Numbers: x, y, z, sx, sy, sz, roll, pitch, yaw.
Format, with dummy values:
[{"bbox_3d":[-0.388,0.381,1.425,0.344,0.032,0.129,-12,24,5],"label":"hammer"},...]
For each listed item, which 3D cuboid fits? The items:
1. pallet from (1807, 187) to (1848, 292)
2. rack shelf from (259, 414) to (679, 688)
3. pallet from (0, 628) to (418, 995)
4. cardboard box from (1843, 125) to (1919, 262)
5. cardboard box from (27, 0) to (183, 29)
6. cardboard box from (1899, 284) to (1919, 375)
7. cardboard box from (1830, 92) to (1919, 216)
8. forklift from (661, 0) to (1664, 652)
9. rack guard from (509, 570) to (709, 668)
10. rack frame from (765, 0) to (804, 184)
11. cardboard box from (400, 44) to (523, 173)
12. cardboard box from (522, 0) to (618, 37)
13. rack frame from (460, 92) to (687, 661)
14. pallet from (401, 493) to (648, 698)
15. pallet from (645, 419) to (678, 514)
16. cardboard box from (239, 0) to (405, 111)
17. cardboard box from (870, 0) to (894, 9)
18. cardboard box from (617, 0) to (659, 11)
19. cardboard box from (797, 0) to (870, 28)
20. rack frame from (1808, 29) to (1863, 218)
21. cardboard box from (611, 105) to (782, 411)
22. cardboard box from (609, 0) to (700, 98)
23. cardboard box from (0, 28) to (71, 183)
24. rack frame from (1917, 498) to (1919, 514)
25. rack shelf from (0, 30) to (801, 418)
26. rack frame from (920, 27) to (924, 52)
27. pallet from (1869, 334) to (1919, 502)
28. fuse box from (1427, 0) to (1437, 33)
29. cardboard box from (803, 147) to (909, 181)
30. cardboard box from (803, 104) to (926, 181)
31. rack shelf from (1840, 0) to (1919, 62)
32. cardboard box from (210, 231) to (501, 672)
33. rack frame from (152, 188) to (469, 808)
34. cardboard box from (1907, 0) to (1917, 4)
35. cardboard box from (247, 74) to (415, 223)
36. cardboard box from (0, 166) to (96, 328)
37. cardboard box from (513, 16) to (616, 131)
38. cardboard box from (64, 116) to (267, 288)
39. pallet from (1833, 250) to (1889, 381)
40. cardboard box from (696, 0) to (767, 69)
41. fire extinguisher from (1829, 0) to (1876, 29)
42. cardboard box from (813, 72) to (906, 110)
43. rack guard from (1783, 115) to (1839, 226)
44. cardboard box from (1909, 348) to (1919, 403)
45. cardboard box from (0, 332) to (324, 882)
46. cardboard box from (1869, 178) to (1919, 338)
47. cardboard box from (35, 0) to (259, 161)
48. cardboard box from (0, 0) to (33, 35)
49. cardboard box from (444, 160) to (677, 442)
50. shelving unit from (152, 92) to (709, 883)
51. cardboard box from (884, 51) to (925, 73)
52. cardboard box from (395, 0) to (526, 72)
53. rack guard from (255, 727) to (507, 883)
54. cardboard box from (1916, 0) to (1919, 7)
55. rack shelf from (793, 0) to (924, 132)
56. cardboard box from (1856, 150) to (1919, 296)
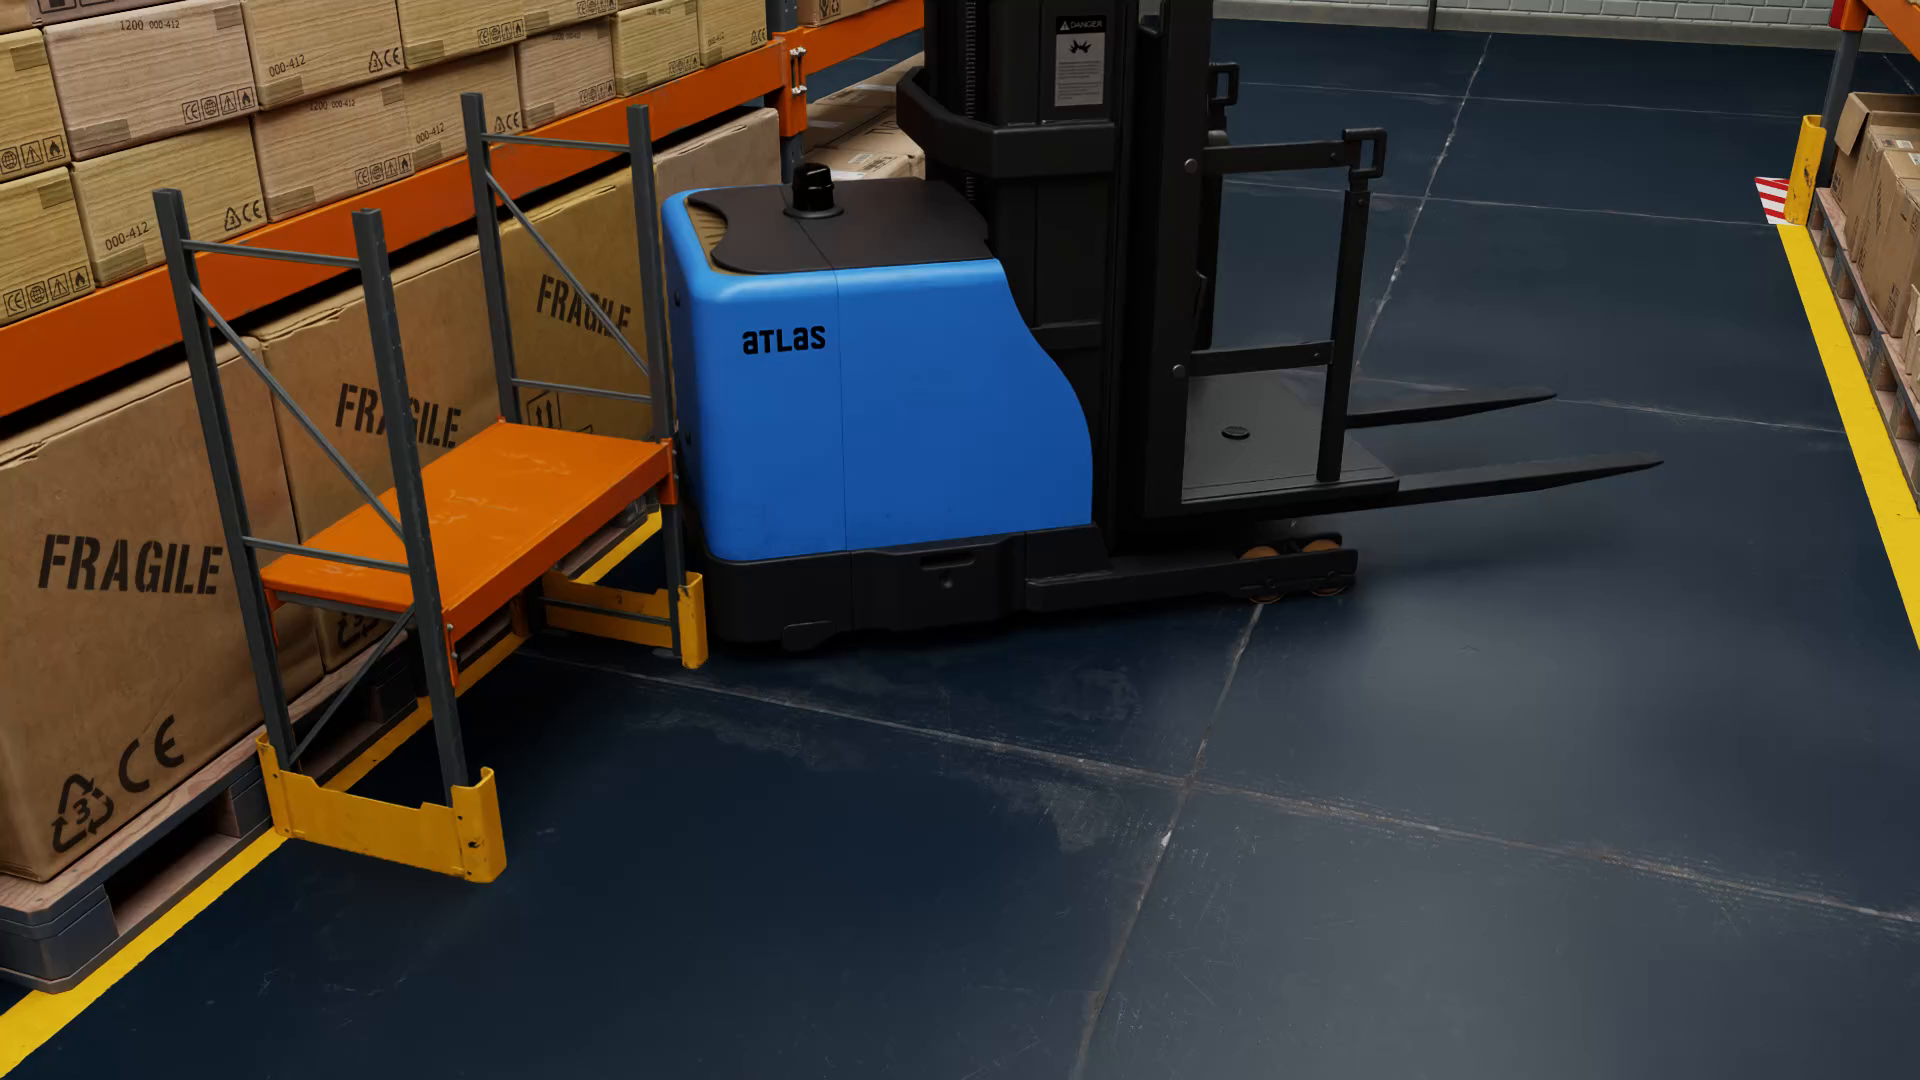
[{"bbox_3d":[4.642,-1.391,7.880,1.003,0.211,1.213,9,27,17],"label":"pallet"},{"bbox_3d":[-1.144,-0.011,3.965,0.538,0.185,1.000,9,27,17],"label":"rack shelf"},{"bbox_3d":[-2.079,0.507,3.962,1.003,0.211,1.213,9,27,17],"label":"pallet"},{"bbox_3d":[4.317,-1.485,7.263,0.700,0.500,0.500,10,28,20],"label":"cardboard box"},{"bbox_3d":[-1.862,-1.303,3.237,0.500,0.500,0.500,9,27,18],"label":"cardboard box"},{"bbox_3d":[3.628,-0.738,5.987,0.396,0.266,0.258,10,27,19],"label":"cardboard box"},{"bbox_3d":[4.639,-1.833,7.976,0.797,0.503,0.637,8,27,15],"label":"cardboard box"},{"bbox_3d":[0.679,-1.347,4.669,3.031,2.935,1.130,-6,27,-13],"label":"forklift"},{"bbox_3d":[-0.979,0.180,4.591,0.587,0.250,0.087,9,27,17],"label":"rack guard"},{"bbox_3d":[-1.082,-2.079,6.102,1.000,3.000,0.127,9,27,17],"label":"rack frame"},{"bbox_3d":[-1.517,-1.164,4.385,0.500,0.250,0.500,9,27,17],"label":"cardboard box"},{"bbox_3d":[-1.325,-1.600,4.711,0.500,0.250,0.500,9,27,19],"label":"cardboard box"},{"bbox_3d":[-0.978,-0.383,4.319,0.500,1.500,0.032,9,27,17],"label":"rack frame"},{"bbox_3d":[-1.672,0.007,4.994,1.003,0.211,1.213,9,27,17],"label":"pallet"},{"bbox_3d":[-1.267,-0.496,6.033,1.003,0.211,1.213,9,27,17],"label":"pallet"},{"bbox_3d":[-1.661,-1.181,3.845,0.500,0.250,0.500,9,27,17],"label":"cardboard box"},{"bbox_3d":[-0.507,-2.485,6.826,0.500,0.500,0.500,9,27,18],"label":"cardboard box"},{"bbox_3d":[-1.158,-1.814,5.153,0.500,0.250,0.500,9,27,19],"label":"cardboard box"},{"bbox_3d":[-0.678,-2.279,6.401,0.500,0.500,0.500,10,27,19],"label":"cardboard box"},{"bbox_3d":[4.932,-3.005,8.014,1.000,3.000,0.127,9,27,17],"label":"rack frame"},{"bbox_3d":[-1.212,-1.046,5.924,0.875,0.875,0.875,10,27,19],"label":"cardboard box"},{"bbox_3d":[-1.164,-1.582,5.247,0.500,0.250,0.500,8,27,17],"label":"cardboard box"},{"bbox_3d":[-2.011,-0.765,2.987,0.500,0.250,0.500,9,27,17],"label":"cardboard box"},{"bbox_3d":[3.600,-1.361,4.619,1.000,3.000,0.127,9,27,17],"label":"rack frame"},{"bbox_3d":[-1.747,-0.934,4.562,1.077,0.370,4.000,9,27,17],"label":"rack shelf"},{"bbox_3d":[0.250,-3.723,9.497,1.000,3.000,0.127,9,27,17],"label":"rack frame"},{"bbox_3d":[3.830,-0.388,5.809,1.003,0.211,1.213,9,27,17],"label":"pallet"},{"bbox_3d":[4.036,-5.099,13.818,0.539,1.711,0.414,9,27,17],"label":"fuse box"},{"bbox_3d":[-0.771,-1.358,7.070,0.875,0.438,0.875,8,27,17],"label":"cardboard box"},{"bbox_3d":[-0.474,-1.726,7.830,0.875,0.438,0.875,8,27,16],"label":"cardboard box"},{"bbox_3d":[4.266,-1.859,6.473,1.077,0.370,4.000,9,27,17],"label":"rack shelf"},{"bbox_3d":[-1.804,-0.306,4.396,0.875,0.875,0.875,9,27,18],"label":"cardboard box"},{"bbox_3d":[-1.309,0.036,3.454,0.500,1.500,0.032,9,27,17],"label":"rack frame"},{"bbox_3d":[4.088,-2.274,6.793,0.380,0.149,0.250,8,27,16],"label":"cardboard box"},{"bbox_3d":[-1.678,-0.961,3.965,0.500,0.250,0.500,10,27,19],"label":"cardboard box"},{"bbox_3d":[-2.013,-0.533,3.080,0.500,0.250,0.500,8,27,17],"label":"cardboard box"},{"bbox_3d":[-1.350,-1.377,4.824,0.500,0.250,0.500,8,27,16],"label":"cardboard box"},{"bbox_3d":[-1.858,-0.746,3.521,0.500,0.250,0.500,8,27,16],"label":"cardboard box"},{"bbox_3d":[4.234,-0.891,6.848,1.003,0.211,1.213,9,27,17],"label":"pallet"},{"bbox_3d":[-0.993,-1.791,5.679,0.500,0.250,0.500,8,27,16],"label":"cardboard box"},{"bbox_3d":[4.545,-2.930,8.375,0.296,0.674,0.183,9,27,17],"label":"fire extinguisher"},{"bbox_3d":[-0.172,-2.096,8.595,0.875,0.438,0.875,9,27,19],"label":"cardboard box"},{"bbox_3d":[4.906,-1.849,8.494,1.175,0.500,0.348,9,27,17],"label":"rack guard"},{"bbox_3d":[3.509,-0.538,5.709,0.380,0.149,0.250,8,27,16],"label":"cardboard box"},{"bbox_3d":[-2.104,0.060,3.640,0.875,0.875,0.875,8,27,17],"label":"cardboard box"},{"bbox_3d":[3.972,-1.059,6.381,0.700,0.500,0.500,8,27,15],"label":"cardboard box"},{"bbox_3d":[-1.838,-0.978,3.426,0.500,0.250,0.500,9,27,19],"label":"cardboard box"},{"bbox_3d":[-2.018,-1.098,2.813,0.500,0.500,0.500,8,27,16],"label":"cardboard box"},{"bbox_3d":[-1.506,-0.673,5.155,0.875,0.875,0.875,10,27,19],"label":"cardboard box"},{"bbox_3d":[-1.141,-0.177,3.895,0.587,1.500,1.083,9,27,17],"label":"shelving unit"},{"bbox_3d":[0.124,-2.473,9.374,0.875,0.438,0.875,8,27,16],"label":"cardboard box"},{"bbox_3d":[-1.479,-1.387,4.271,0.500,0.250,0.500,9,27,18],"label":"cardboard box"},{"bbox_3d":[-1.303,0.591,3.743,0.587,0.250,0.087,9,27,17],"label":"rack guard"},{"bbox_3d":[4.019,-2.163,6.564,0.380,0.149,0.250,9,27,19],"label":"cardboard box"},{"bbox_3d":[-0.416,-2.577,7.957,1.077,0.370,4.000,9,27,17],"label":"rack shelf"},{"bbox_3d":[4.047,-1.283,6.844,0.500,0.500,0.500,9,27,18],"label":"cardboard box"}]
